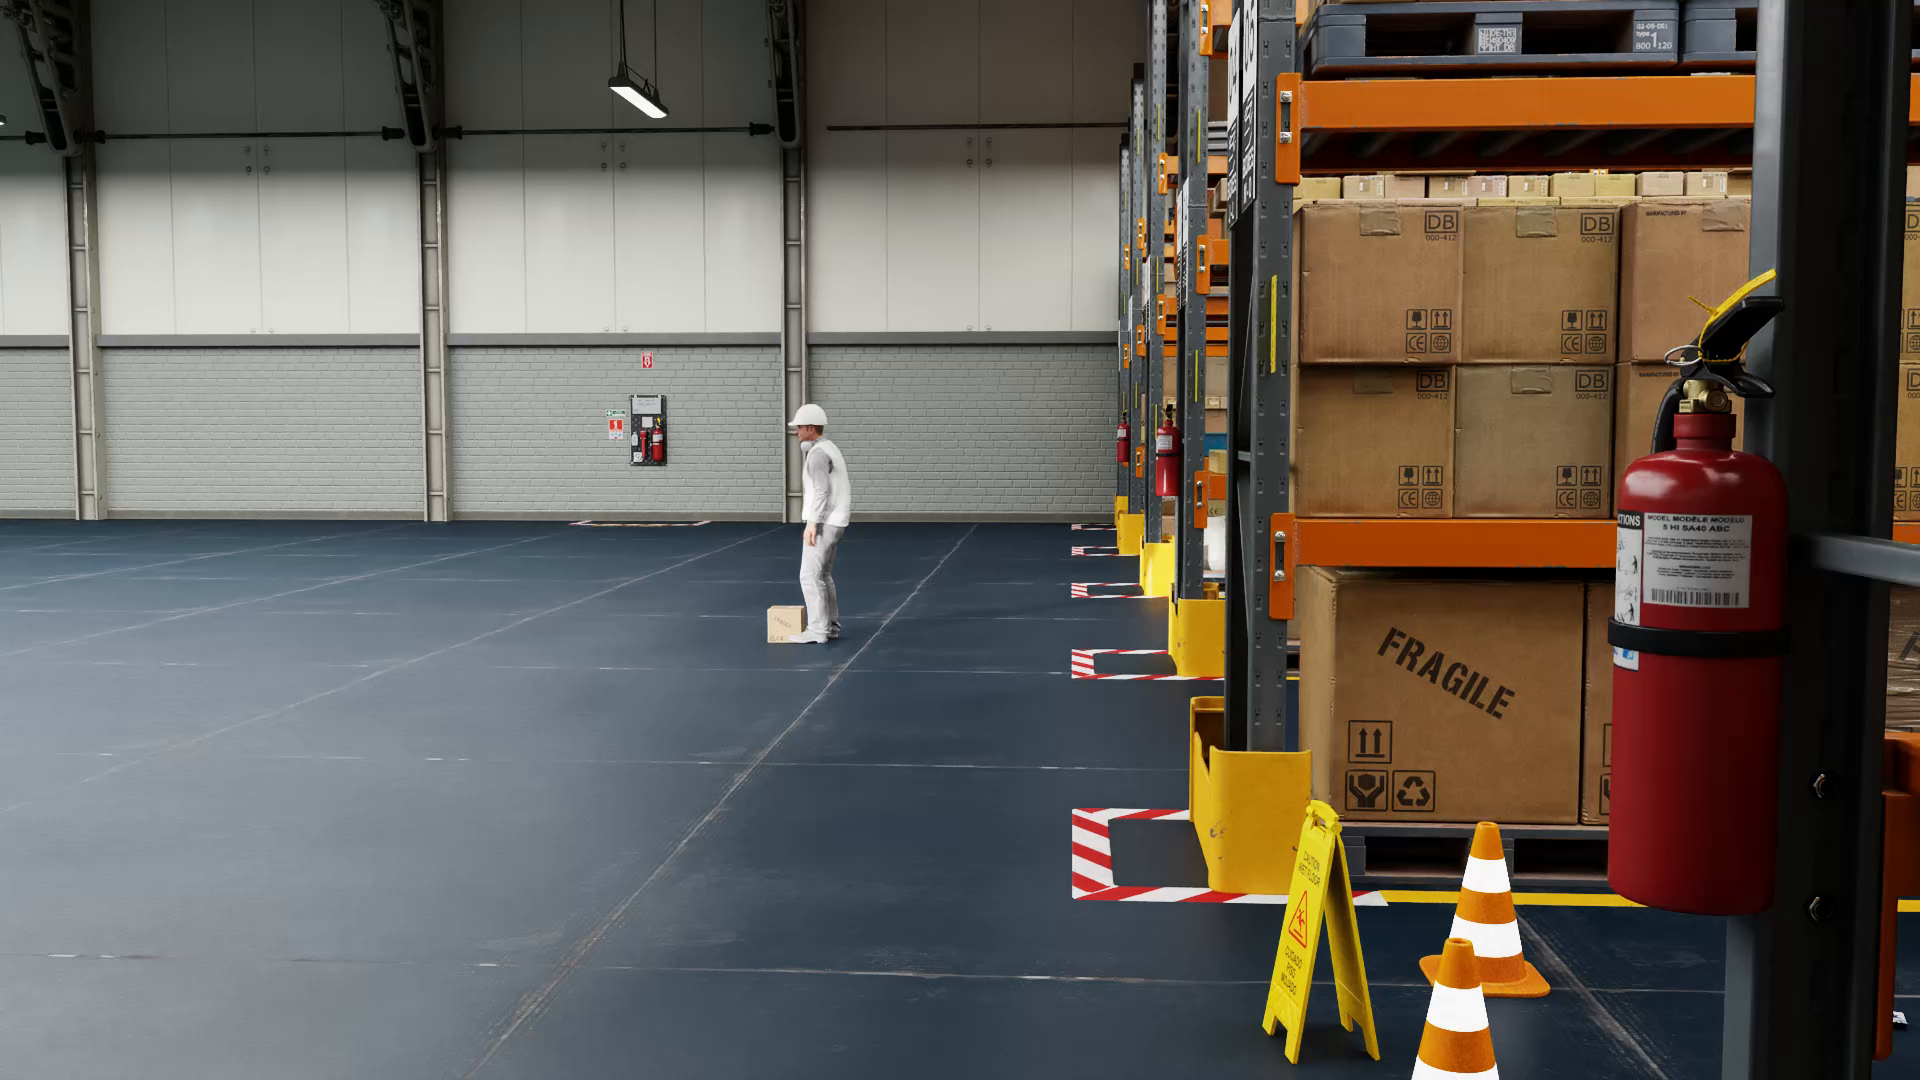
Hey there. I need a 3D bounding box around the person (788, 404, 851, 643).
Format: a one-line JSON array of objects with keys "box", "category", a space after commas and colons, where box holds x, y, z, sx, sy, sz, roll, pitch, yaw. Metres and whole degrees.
[{"box": [-1.047, -0.126, 12.441, 0.465, 1.771, 0.581, 0, 4, 3], "category": "person"}]
